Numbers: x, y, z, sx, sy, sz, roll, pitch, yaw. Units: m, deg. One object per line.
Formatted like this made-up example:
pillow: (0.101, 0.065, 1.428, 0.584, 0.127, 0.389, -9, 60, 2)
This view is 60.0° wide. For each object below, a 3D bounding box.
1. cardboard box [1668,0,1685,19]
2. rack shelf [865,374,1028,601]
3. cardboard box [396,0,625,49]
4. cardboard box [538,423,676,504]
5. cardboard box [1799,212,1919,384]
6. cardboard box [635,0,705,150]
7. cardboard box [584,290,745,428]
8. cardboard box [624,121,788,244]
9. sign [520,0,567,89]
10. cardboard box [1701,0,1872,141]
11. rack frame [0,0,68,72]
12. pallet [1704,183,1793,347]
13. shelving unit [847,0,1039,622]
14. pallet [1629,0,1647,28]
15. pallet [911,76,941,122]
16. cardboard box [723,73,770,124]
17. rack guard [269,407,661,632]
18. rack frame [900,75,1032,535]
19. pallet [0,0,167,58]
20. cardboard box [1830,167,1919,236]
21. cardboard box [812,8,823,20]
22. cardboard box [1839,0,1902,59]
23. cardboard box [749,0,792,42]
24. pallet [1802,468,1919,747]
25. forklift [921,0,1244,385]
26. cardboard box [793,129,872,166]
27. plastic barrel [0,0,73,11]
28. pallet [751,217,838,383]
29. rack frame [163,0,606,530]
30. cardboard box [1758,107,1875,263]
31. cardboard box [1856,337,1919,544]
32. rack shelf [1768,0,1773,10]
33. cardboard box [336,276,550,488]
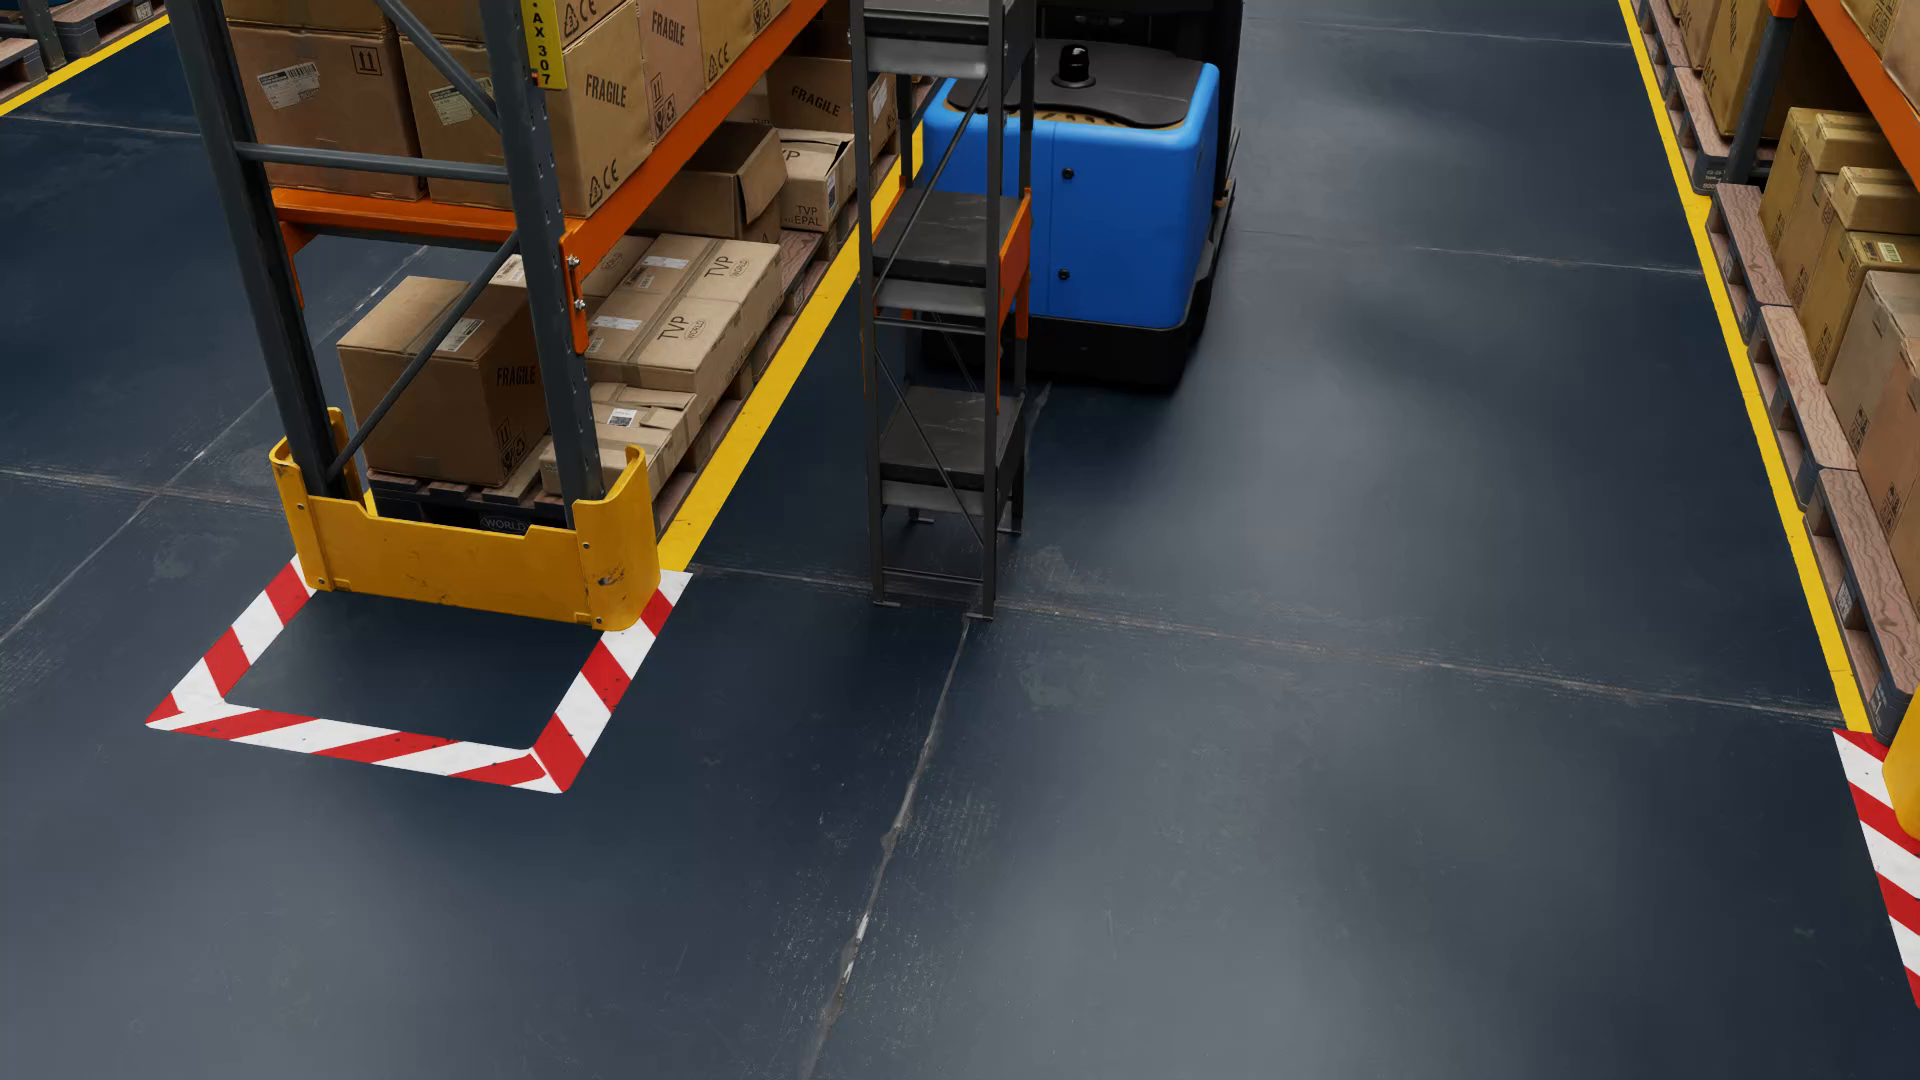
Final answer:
cardboard box: (4.458, -3.401, 9.361, 0.750, 0.750, 0.750, 7, 37, 10)
rack shelf: (-0.035, -0.177, 5.422, 0.431, 0.518, 0.480, 7, 37, 10)
cardboard box: (-1.260, -1.707, 4.612, 0.500, 0.500, 0.500, 8, 37, 11)
cardboard box: (-1.187, -0.261, 5.609, 0.380, 0.149, 0.250, 7, 37, 10)
cardboard box: (3.600, -0.876, 6.174, 0.700, 0.500, 0.500, 8, 37, 11)
cardboard box: (-1.155, -1.599, 5.315, 0.500, 0.500, 0.500, 7, 37, 10)
cardboard box: (-1.112, -0.668, 6.084, 0.500, 0.250, 0.500, 7, 37, 10)
cardboard box: (-1.154, -1.423, 6.910, 0.797, 0.503, 0.637, 7, 37, 10)
sign: (-1.082, -1.323, 4.282, 0.100, 0.325, 0.005, 7, 37, 10)
cardboard box: (4.094, -2.404, 7.984, 0.750, 0.750, 0.750, 8, 37, 11)
rack frame: (-5.596, -3.957, 8.653, 1.000, 3.000, 0.127, 7, 37, 10)
pallet: (3.843, -1.160, 7.170, 1.003, 0.211, 1.213, 7, 37, 10)
shelving unit: (-0.035, -0.755, 5.003, 0.431, 2.100, 0.503, 7, 37, 10)
pallet: (4.695, -3.437, 10.312, 1.003, 0.211, 1.213, 7, 37, 10)
pallet: (-0.621, -2.676, 9.262, 1.003, 0.211, 1.213, 7, 37, 10)
cardboard box: (-1.059, -2.210, 8.159, 0.500, 0.311, 0.500, 7, 37, 10)
rack guard: (-1.596, -0.072, 5.423, 1.175, 0.500, 0.348, 7, 37, 10)
rack frame: (0.017, -0.895, 5.196, 0.400, 2.100, 0.015, 7, 37, 10)
pallet: (-5.391, -3.265, 10.075, 1.003, 0.211, 1.213, 7, 37, 10)
cardboard box: (3.460, -1.247, 6.134, 0.380, 0.149, 0.250, 6, 36, 9)
cardboard box: (-0.932, -2.819, 8.838, 0.500, 0.500, 0.500, 7, 37, 10)
cardboard box: (3.789, -2.110, 5.849, 0.980, 0.700, 0.700, 6, 36, 9)
cardboard box: (-0.936, -2.173, 6.107, 0.500, 0.500, 0.500, 8, 37, 11)
pallet: (3.322, 0.239, 5.240, 1.003, 0.211, 1.213, 7, 37, 10)
forklift: (0.685, -2.654, 6.915, 1.130, 2.935, 3.031, 8, 37, 11)
cardboard box: (-0.624, -1.773, 7.695, 0.380, 0.149, 0.250, 7, 37, 10)
plastic barrel: (-5.463, -3.587, 9.573, 0.600, 0.901, 0.708, 7, 37, 10)
pallet: (-1.164, -1.110, 7.101, 1.003, 0.211, 1.213, 7, 37, 10)
rack frame: (-1.612, -1.041, 4.630, 1.000, 3.000, 0.127, 7, 37, 10)
cardboard box: (3.822, -1.457, 6.977, 0.700, 0.500, 0.500, 8, 37, 11)
cardboard box: (3.387, -0.280, 5.353, 0.700, 0.500, 0.500, 7, 37, 10)
rack shelf: (4.510, -3.570, 8.733, 1.077, 0.370, 4.000, 7, 37, 10)
cardboard box: (-1.737, -0.549, 5.707, 0.500, 0.500, 0.500, 7, 37, 10)
